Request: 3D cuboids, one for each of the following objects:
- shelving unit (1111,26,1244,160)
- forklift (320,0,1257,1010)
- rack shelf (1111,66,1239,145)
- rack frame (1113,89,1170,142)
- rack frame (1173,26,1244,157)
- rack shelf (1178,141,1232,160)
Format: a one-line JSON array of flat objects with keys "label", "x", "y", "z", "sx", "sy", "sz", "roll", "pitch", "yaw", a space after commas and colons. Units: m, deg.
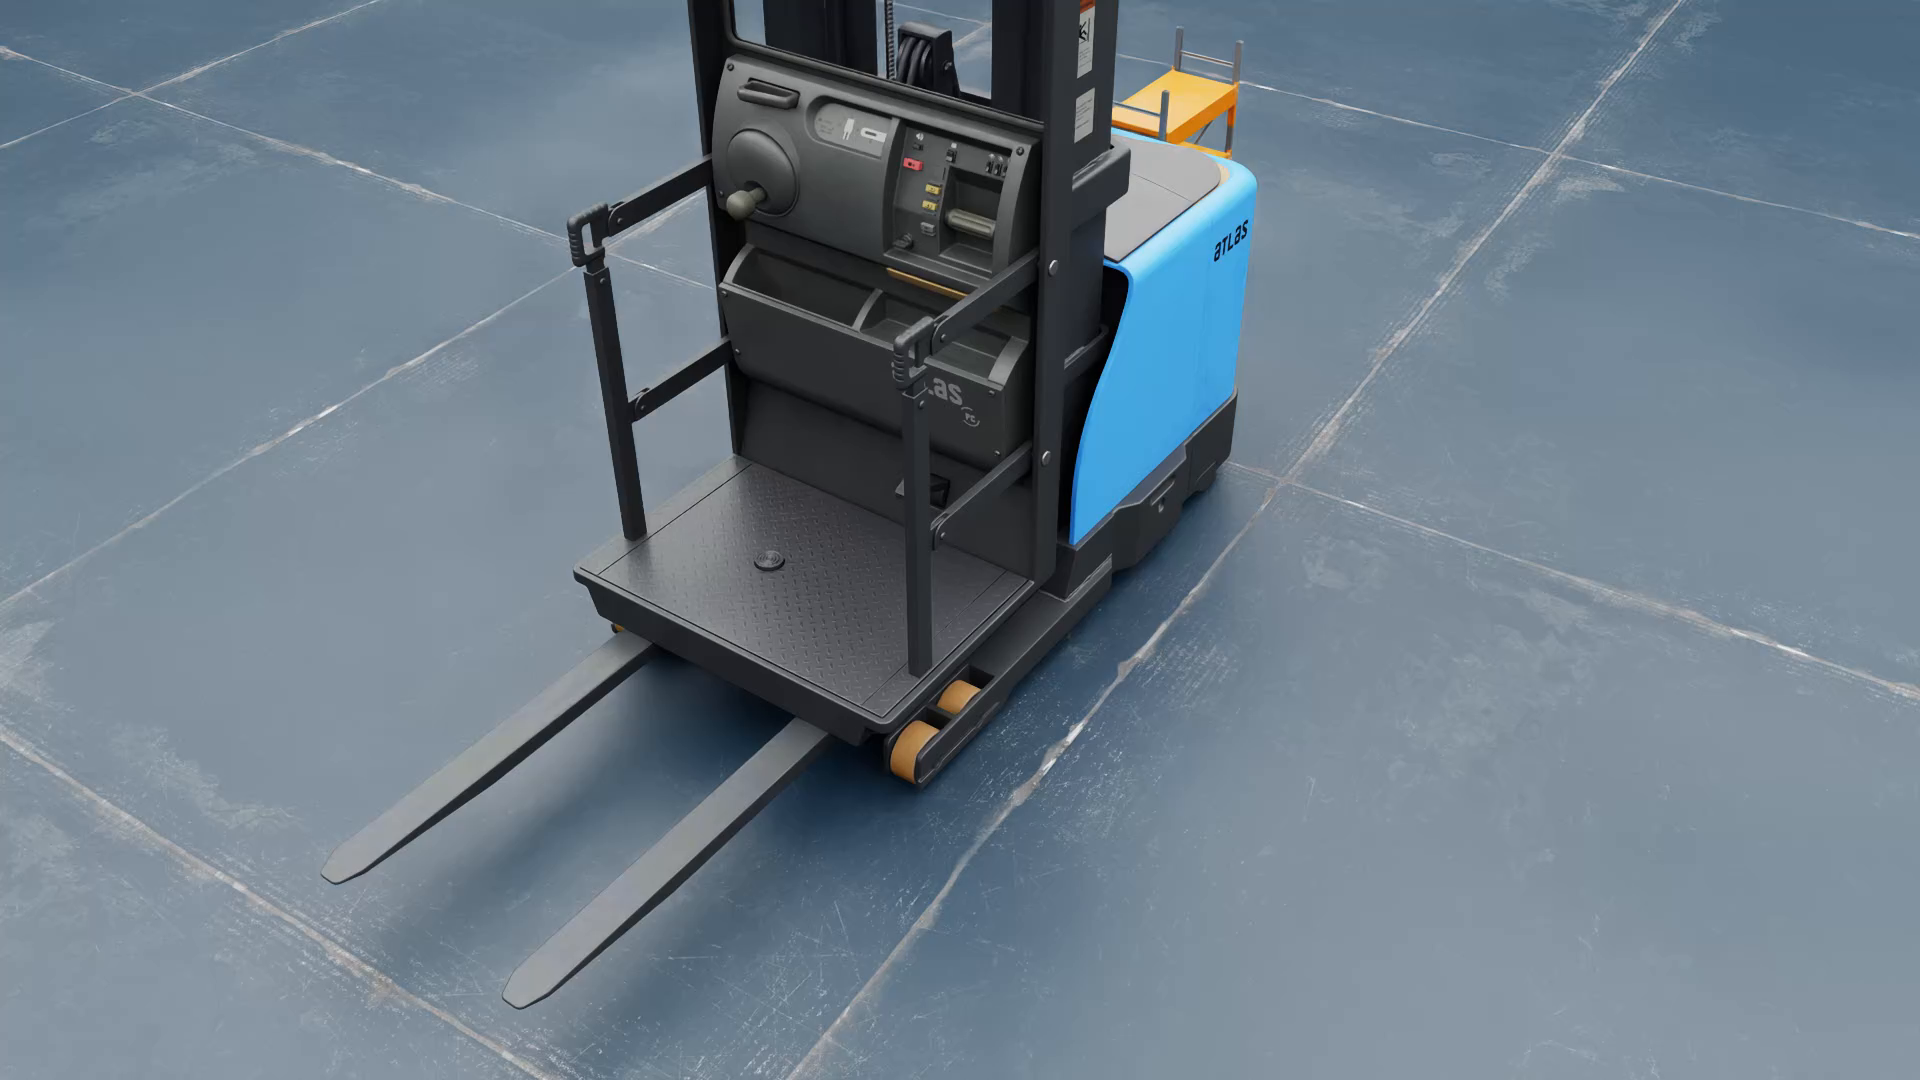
[{"label": "shelving unit", "x": 0.675, "y": -1.052, "z": 5.631, "sx": 0.258, "sy": 1.200, "sz": 0.503, "roll": 23, "pitch": 43, "yaw": 27}, {"label": "forklift", "x": -0.356, "y": -0.849, "z": 3.951, "sx": 1.130, "sy": 2.935, "sz": 3.031, "roll": 23, "pitch": 43, "yaw": 27}, {"label": "rack shelf", "x": 0.675, "y": -1.363, "z": 5.392, "sx": 0.258, "sy": 0.148, "sz": 0.480, "roll": 23, "pitch": 43, "yaw": 27}, {"label": "rack frame", "x": 0.536, "y": -0.929, "z": 5.473, "sx": 0.240, "sy": 1.200, "sz": 0.015, "roll": 23, "pitch": 43, "yaw": 27}, {"label": "rack frame", "x": 0.815, "y": -1.174, "z": 5.790, "sx": 0.240, "sy": 1.200, "sz": 0.015, "roll": 23, "pitch": 43, "yaw": 27}, {"label": "rack shelf", "x": 0.675, "y": -1.176, "z": 5.536, "sx": 0.258, "sy": 0.148, "sz": 0.480, "roll": 23, "pitch": 43, "yaw": 27}]
